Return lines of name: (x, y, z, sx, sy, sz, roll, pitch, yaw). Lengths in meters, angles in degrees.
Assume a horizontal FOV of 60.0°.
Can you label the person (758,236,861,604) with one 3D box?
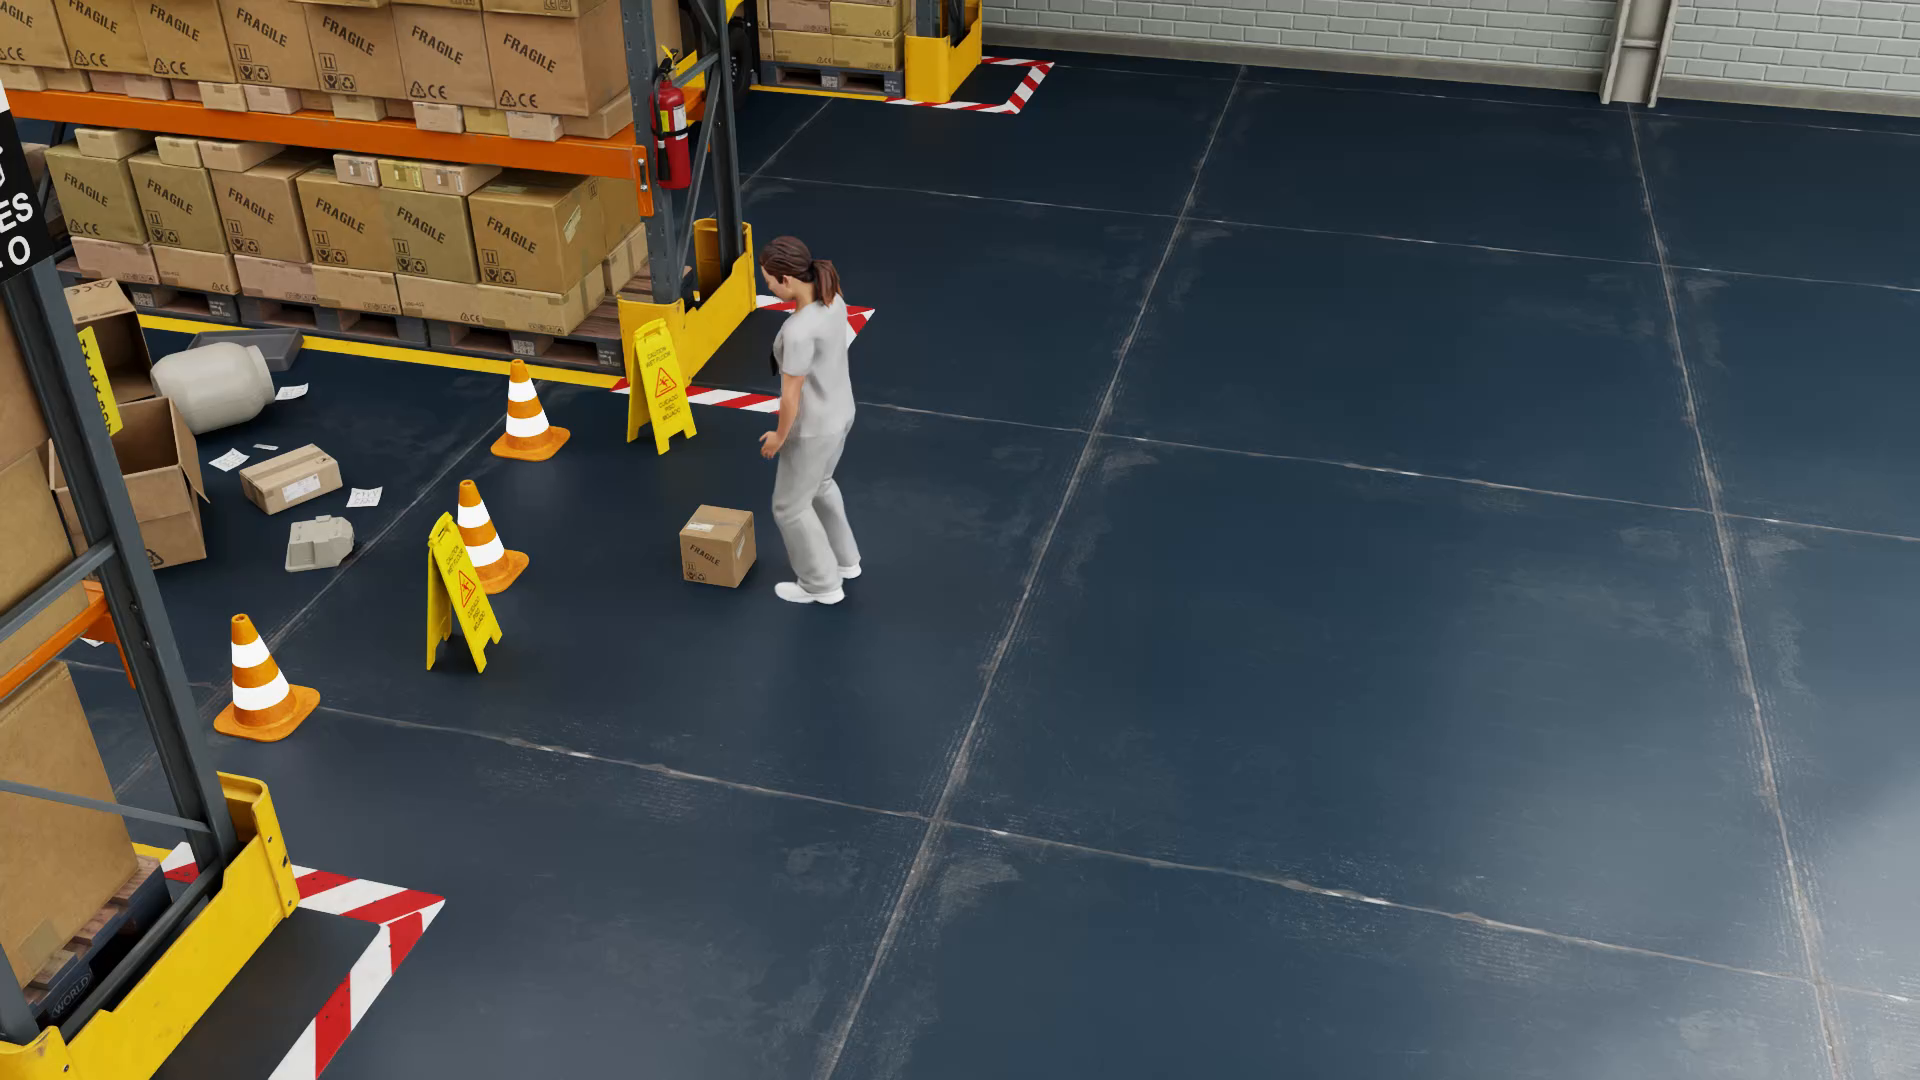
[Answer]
person: (-0.621, -0.479, 6.911, 0.347, 1.654, 0.453, 9, 34, 13)
